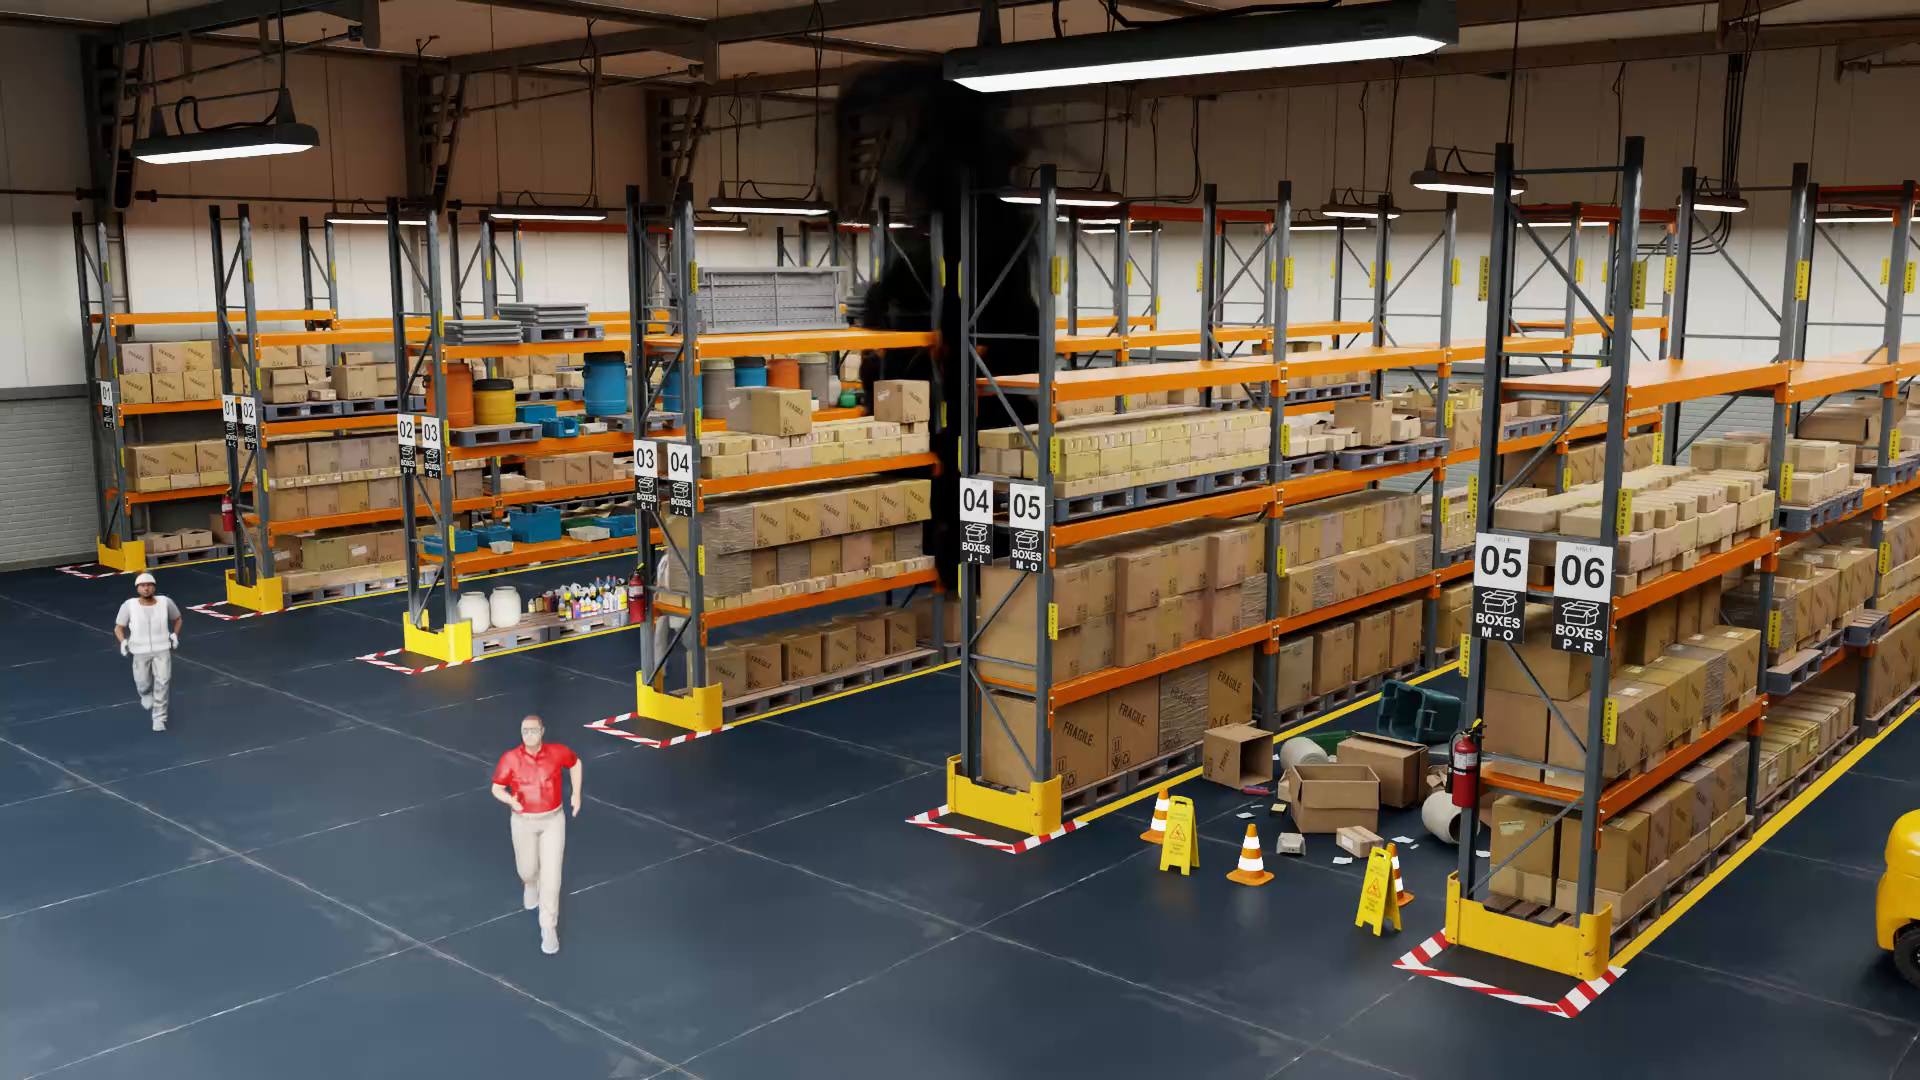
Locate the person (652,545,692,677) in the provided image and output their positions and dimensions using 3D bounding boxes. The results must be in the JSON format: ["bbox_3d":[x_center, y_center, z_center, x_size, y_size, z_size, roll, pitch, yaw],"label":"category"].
[{"bbox_3d":[-3.518,0.829,20.479,0.702,1.788,0.981,7,12,38],"label":"person"}]

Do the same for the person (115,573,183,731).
[{"bbox_3d":[-9.071,1.231,18.658,0.690,1.746,0.710,-5,11,-28],"label":"person"}]

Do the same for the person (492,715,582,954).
[{"bbox_3d":[-3.259,2.200,12.867,0.675,1.714,1.032,-2,10,-12],"label":"person"}]
